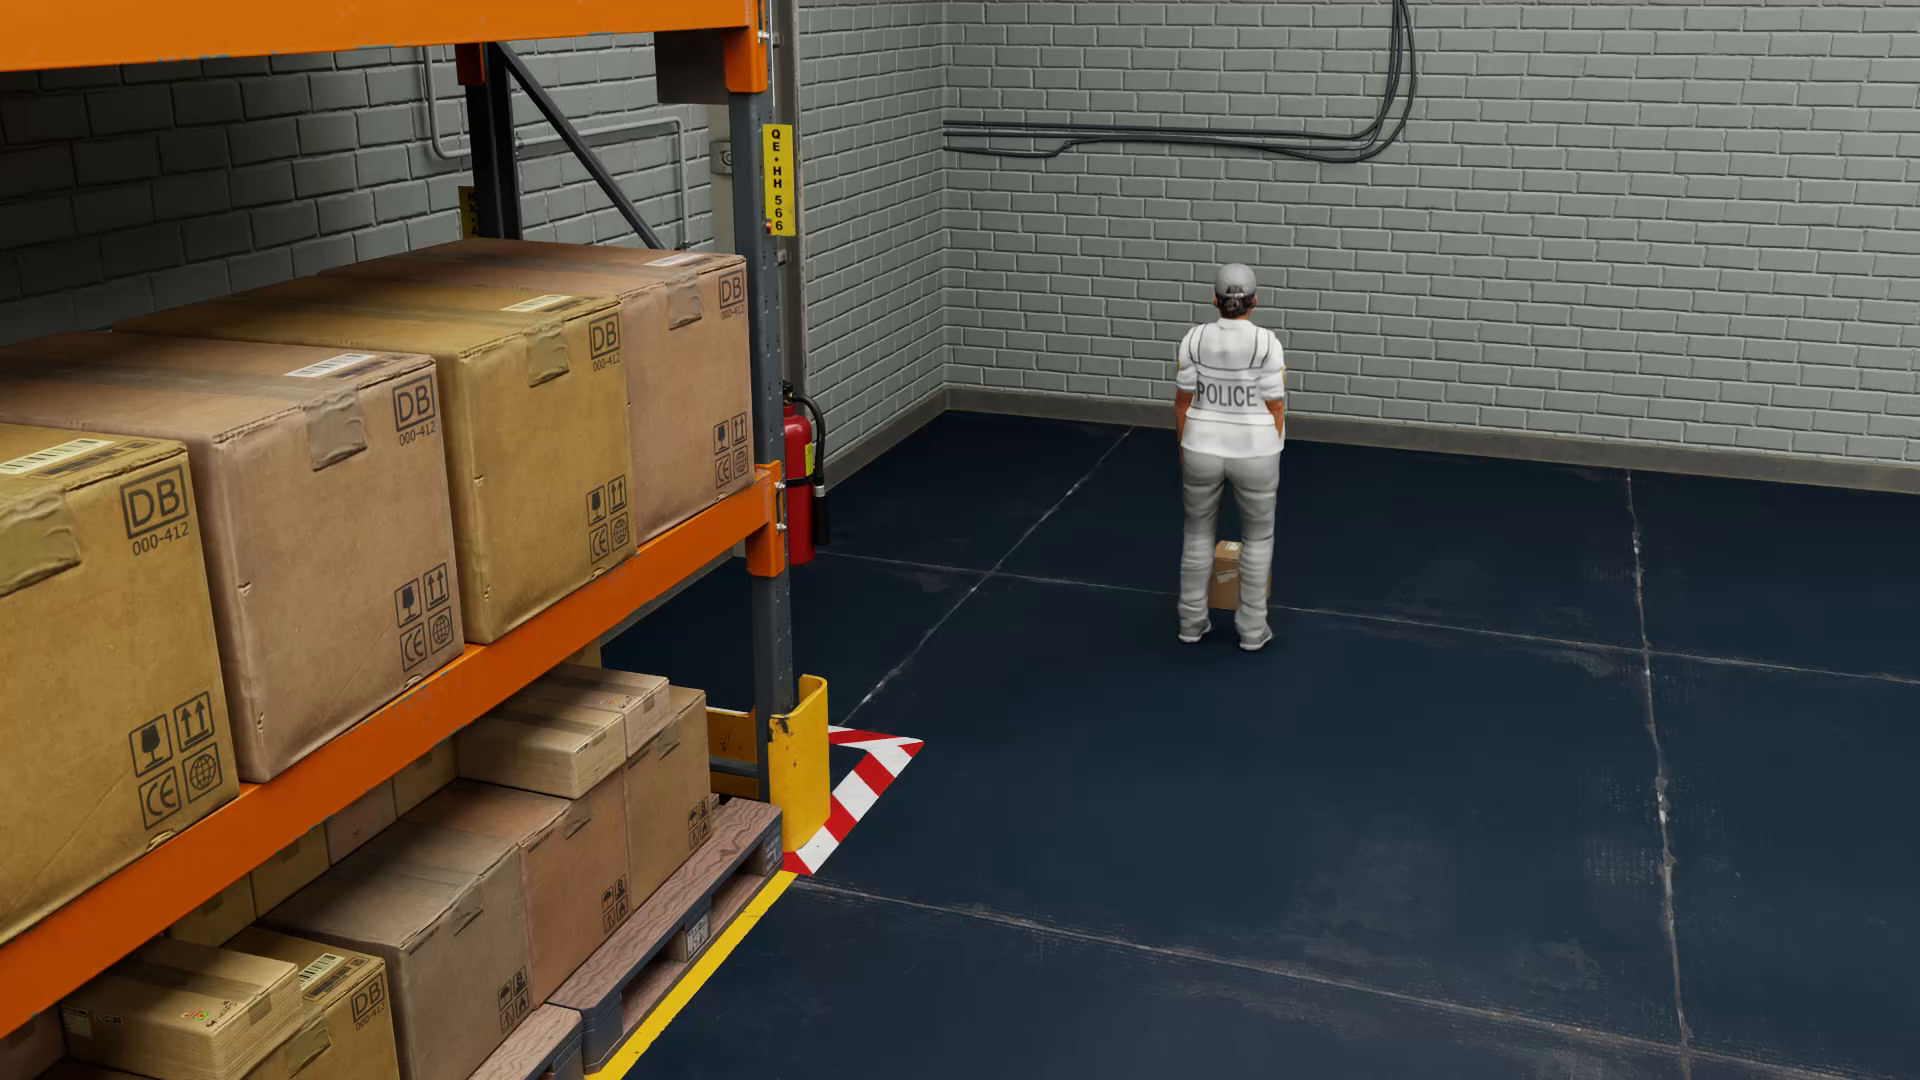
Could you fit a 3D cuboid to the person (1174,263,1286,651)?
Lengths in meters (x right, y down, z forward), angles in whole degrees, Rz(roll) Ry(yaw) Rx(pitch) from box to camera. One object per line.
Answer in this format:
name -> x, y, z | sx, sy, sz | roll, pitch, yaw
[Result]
person -> 1.145, -0.354, 7.110 | 0.467, 1.661, 0.391 | 7, 20, 19
